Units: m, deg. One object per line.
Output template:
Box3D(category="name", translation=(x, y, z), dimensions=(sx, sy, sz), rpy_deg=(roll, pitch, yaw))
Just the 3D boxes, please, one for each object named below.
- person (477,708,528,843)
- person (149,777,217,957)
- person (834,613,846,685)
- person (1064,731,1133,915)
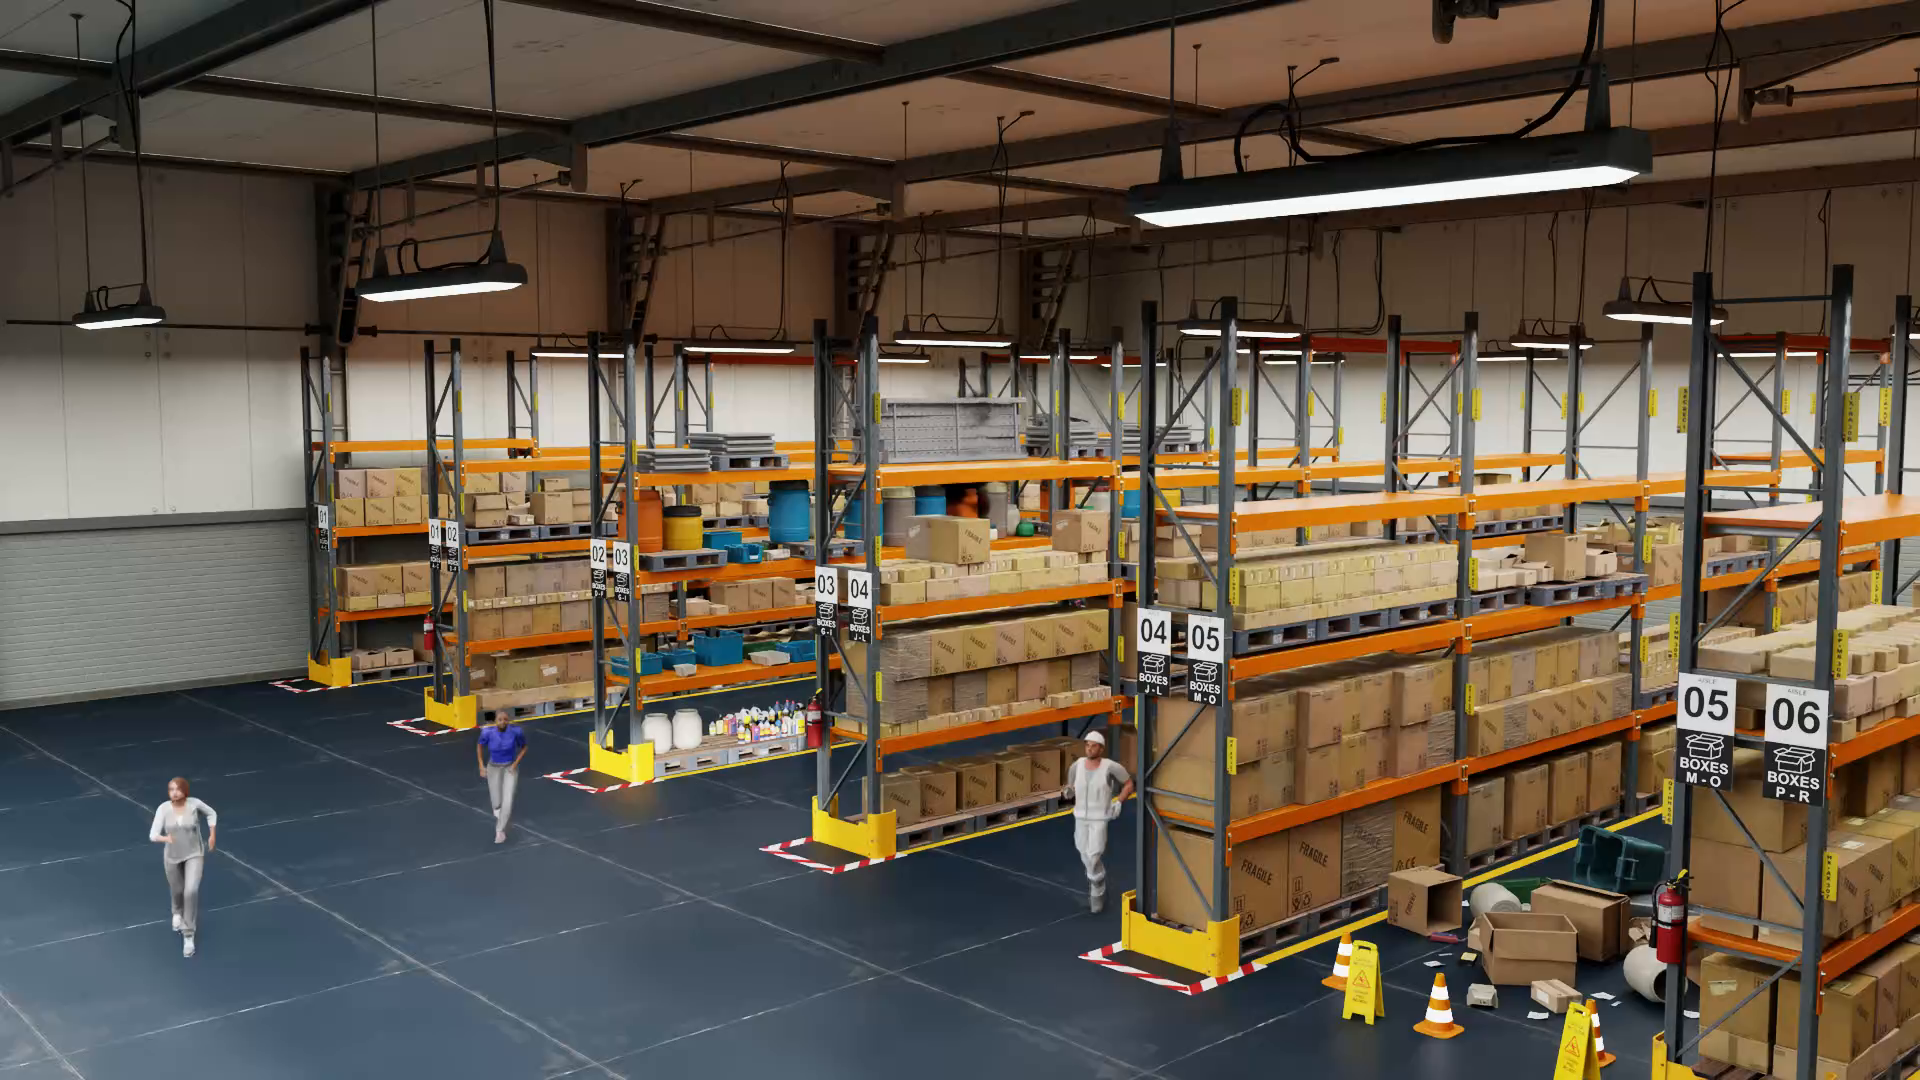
Box3D(category="person", translation=(-5.314, 2.693, 19.329), dimensions=(0.556, 1.583, 0.719), rpy_deg=(-2, 5, -22))
Box3D(category="person", translation=(-7.263, 2.998, 15.587), dimensions=(0.548, 1.628, 0.851), rpy_deg=(-2, 5, -17))
Box3D(category="person", translation=(-2.080, 1.858, 27.679), dimensions=(0.720, 1.746, 0.913), rpy_deg=(5, 7, 45))
Box3D(category="person", translation=(1.319, 2.820, 16.603), dimensions=(0.632, 1.814, 0.680), rpy_deg=(3, 6, 32))
